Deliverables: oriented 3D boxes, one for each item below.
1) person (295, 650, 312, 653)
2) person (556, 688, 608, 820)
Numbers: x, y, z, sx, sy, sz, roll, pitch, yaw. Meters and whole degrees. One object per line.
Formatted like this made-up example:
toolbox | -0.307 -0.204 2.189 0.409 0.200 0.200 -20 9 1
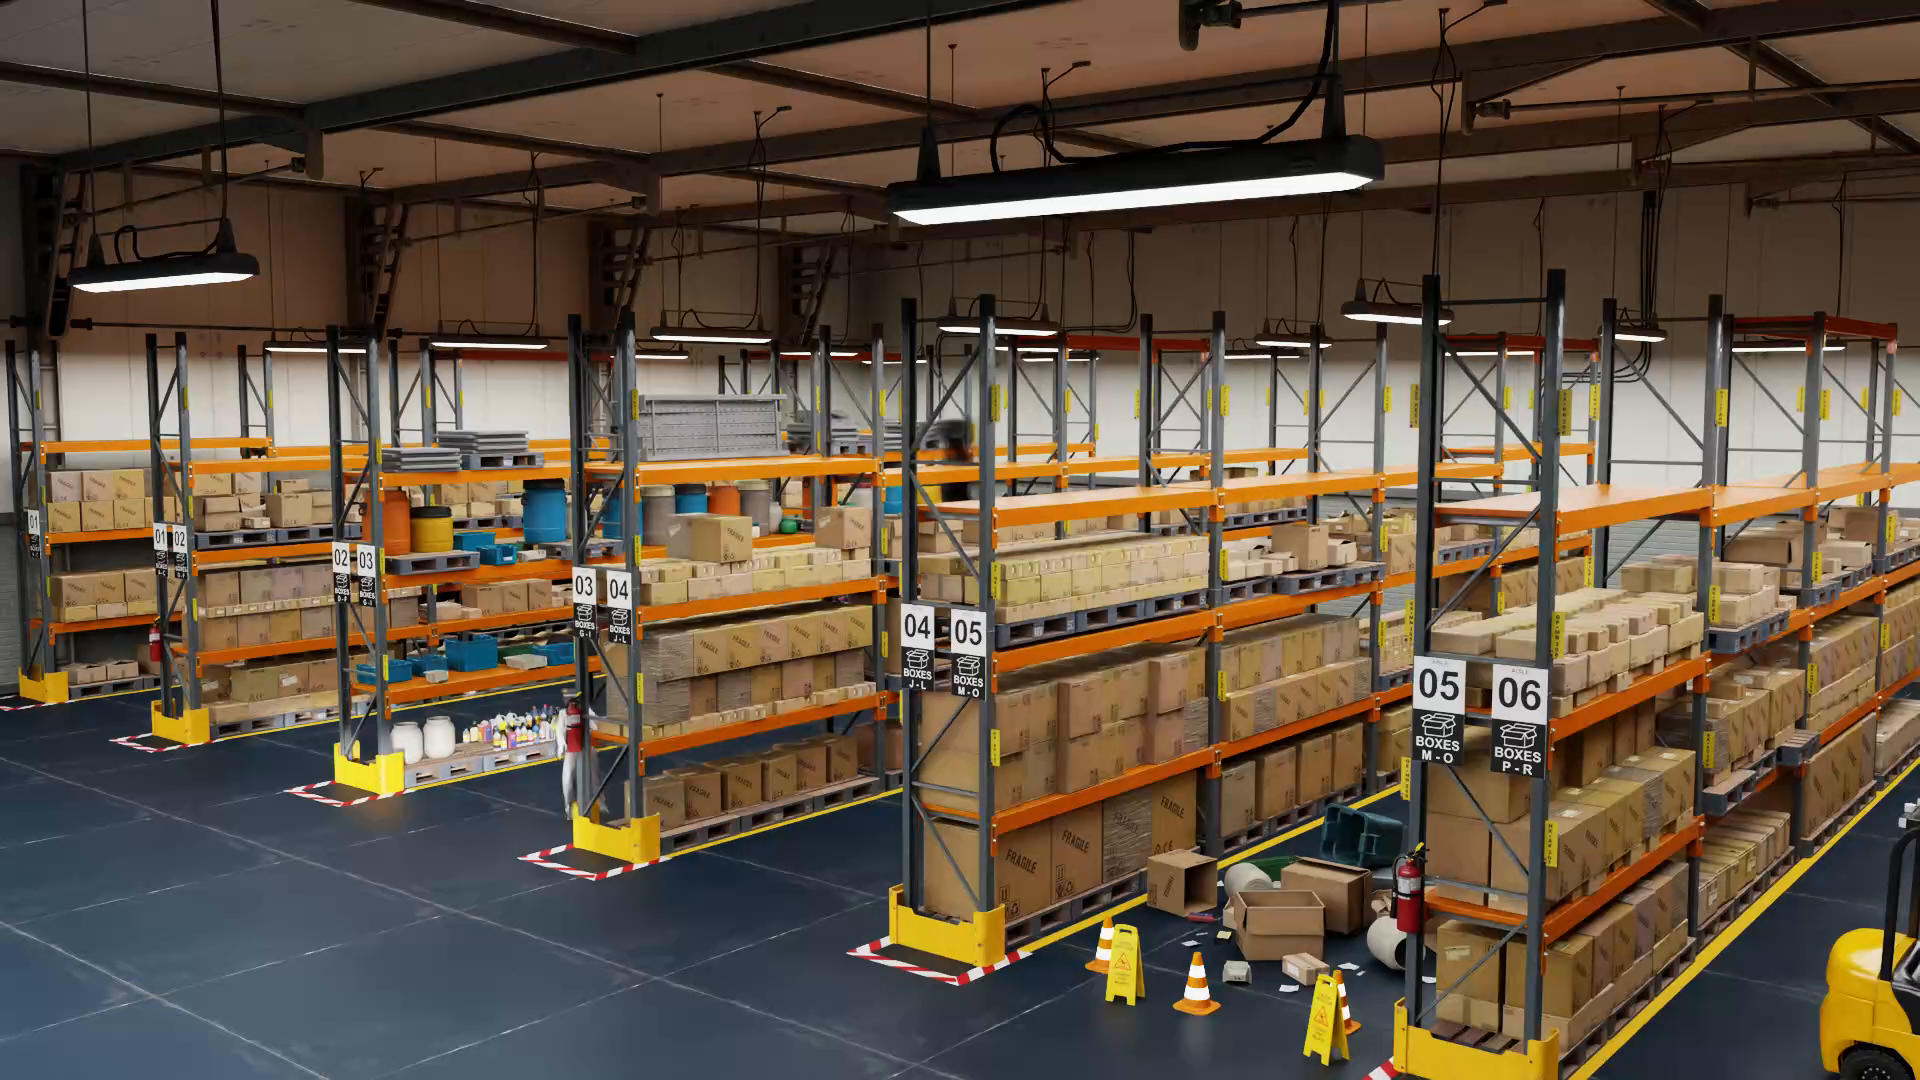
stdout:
person | -11.036 1.815 27.945 0.650 1.689 0.908 2 6 23
person | -4.601 2.578 20.115 0.611 1.643 0.726 0 5 -5
